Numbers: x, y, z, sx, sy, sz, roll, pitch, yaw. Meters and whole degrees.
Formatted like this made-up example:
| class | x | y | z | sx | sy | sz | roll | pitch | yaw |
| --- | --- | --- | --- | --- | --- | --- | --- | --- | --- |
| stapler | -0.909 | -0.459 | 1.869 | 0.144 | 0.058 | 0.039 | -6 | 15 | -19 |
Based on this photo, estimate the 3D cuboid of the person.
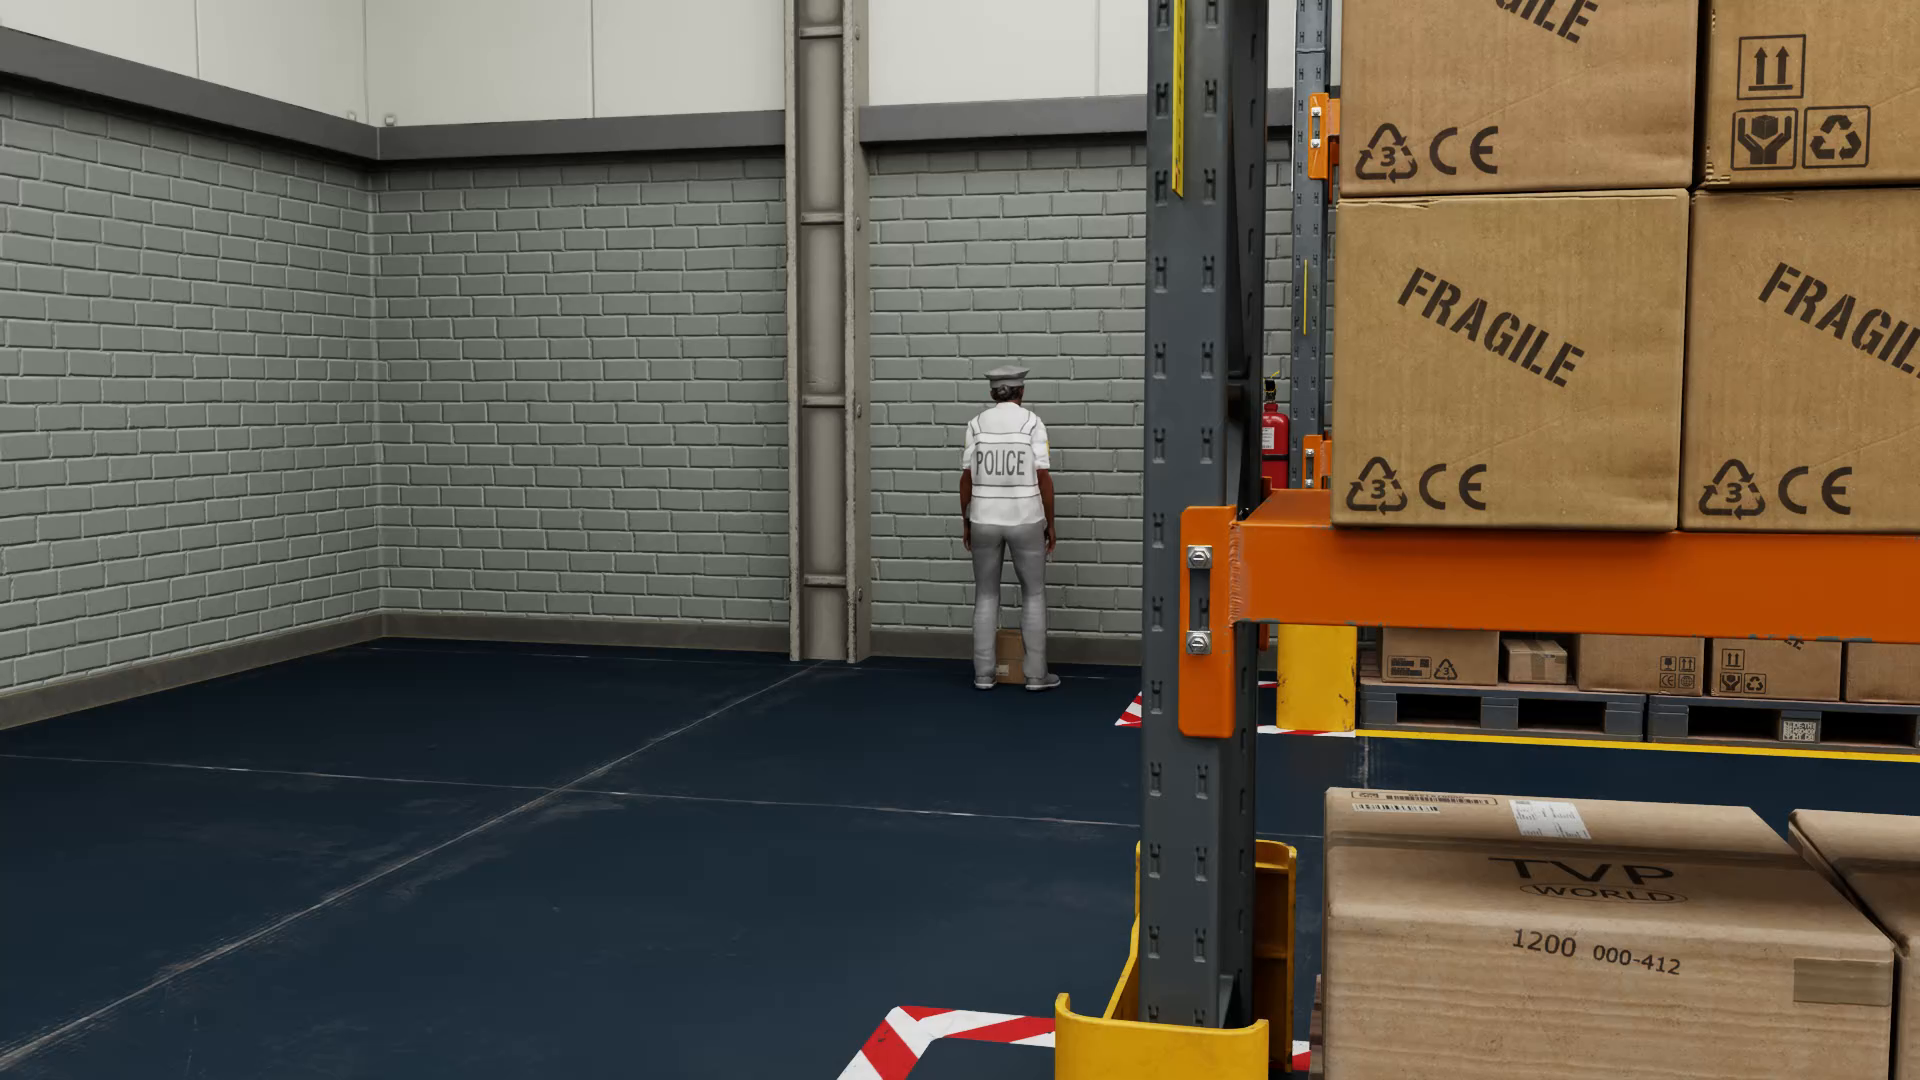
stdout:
| class | x | y | z | sx | sy | sz | roll | pitch | yaw |
| --- | --- | --- | --- | --- | --- | --- | --- | --- | --- |
| person | 0.251 | -0.063 | 8.511 | 0.504 | 1.658 | 0.394 | 1 | 5 | 14 |
